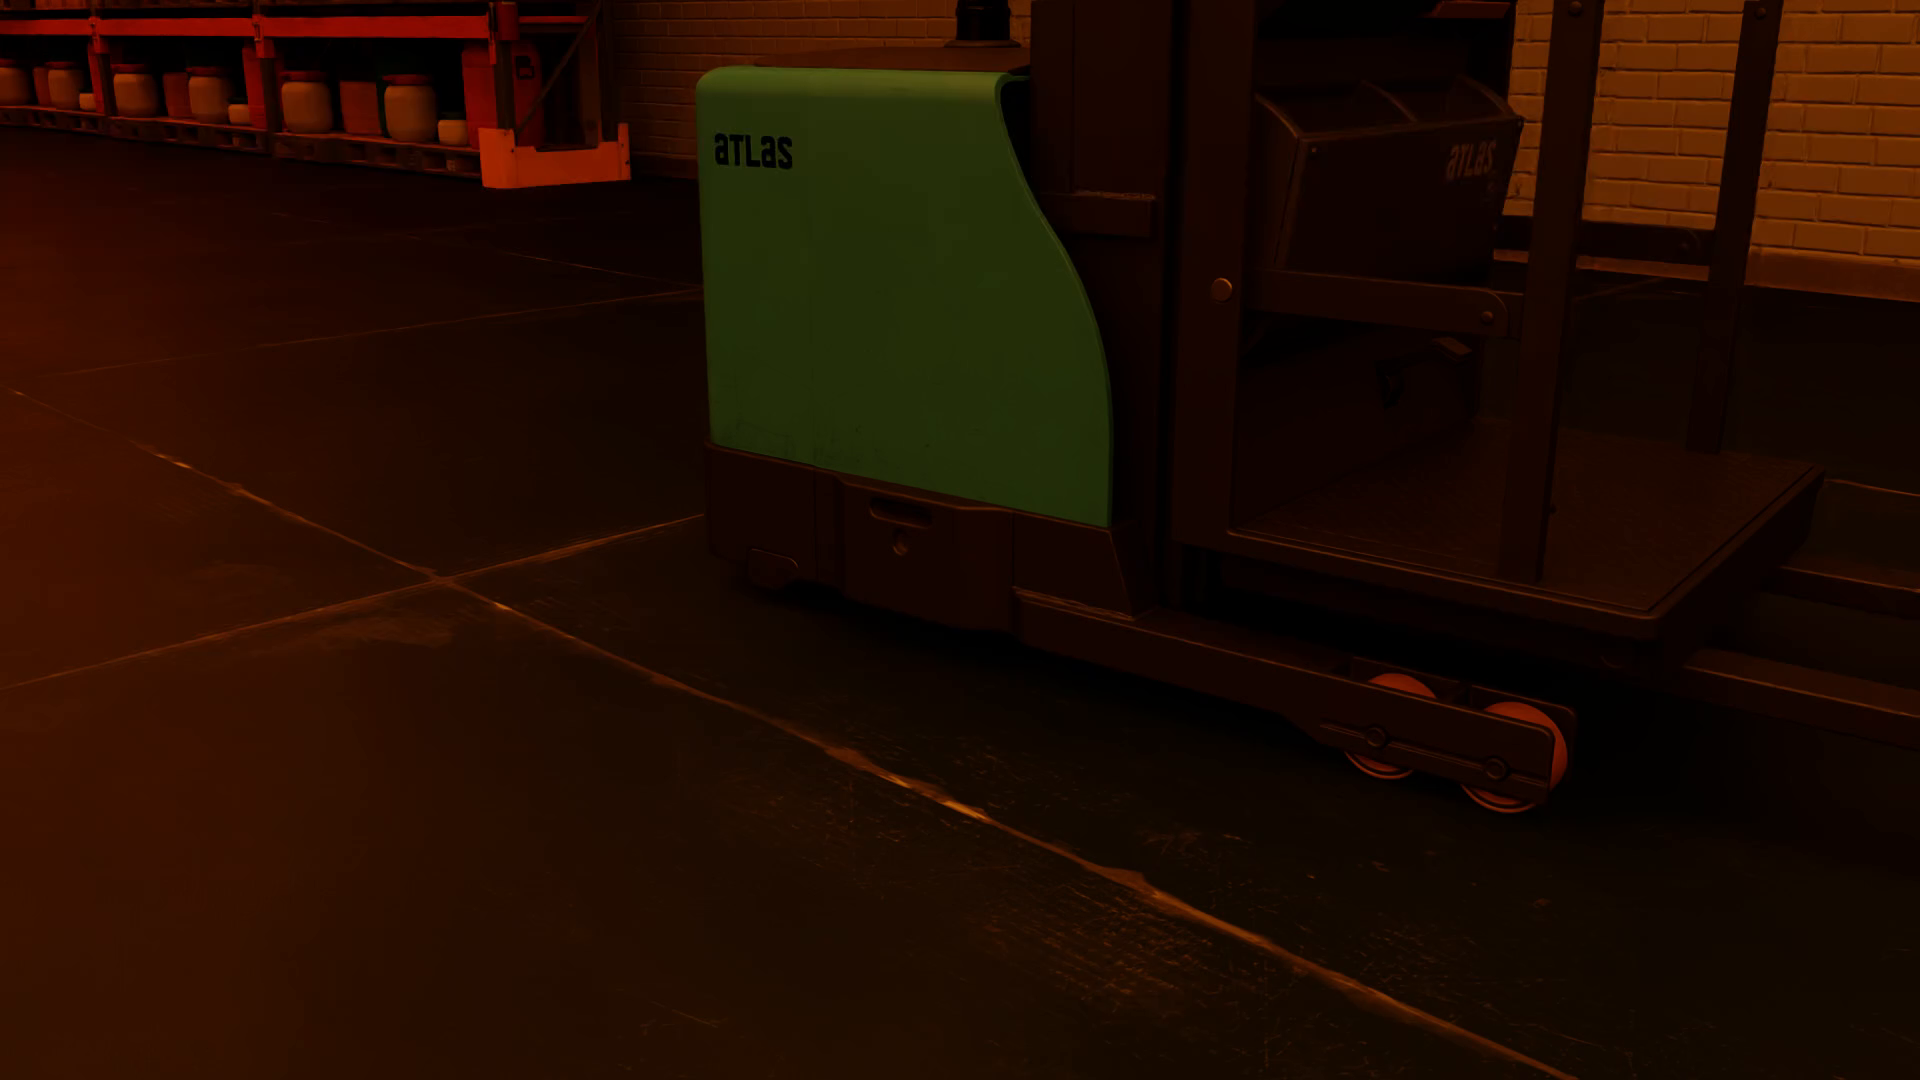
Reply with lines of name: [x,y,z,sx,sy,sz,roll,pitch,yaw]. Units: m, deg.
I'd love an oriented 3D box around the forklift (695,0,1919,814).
forklift: [0.928,-1.160,2.682,3.031,2.935,1.130,13,21,36]
